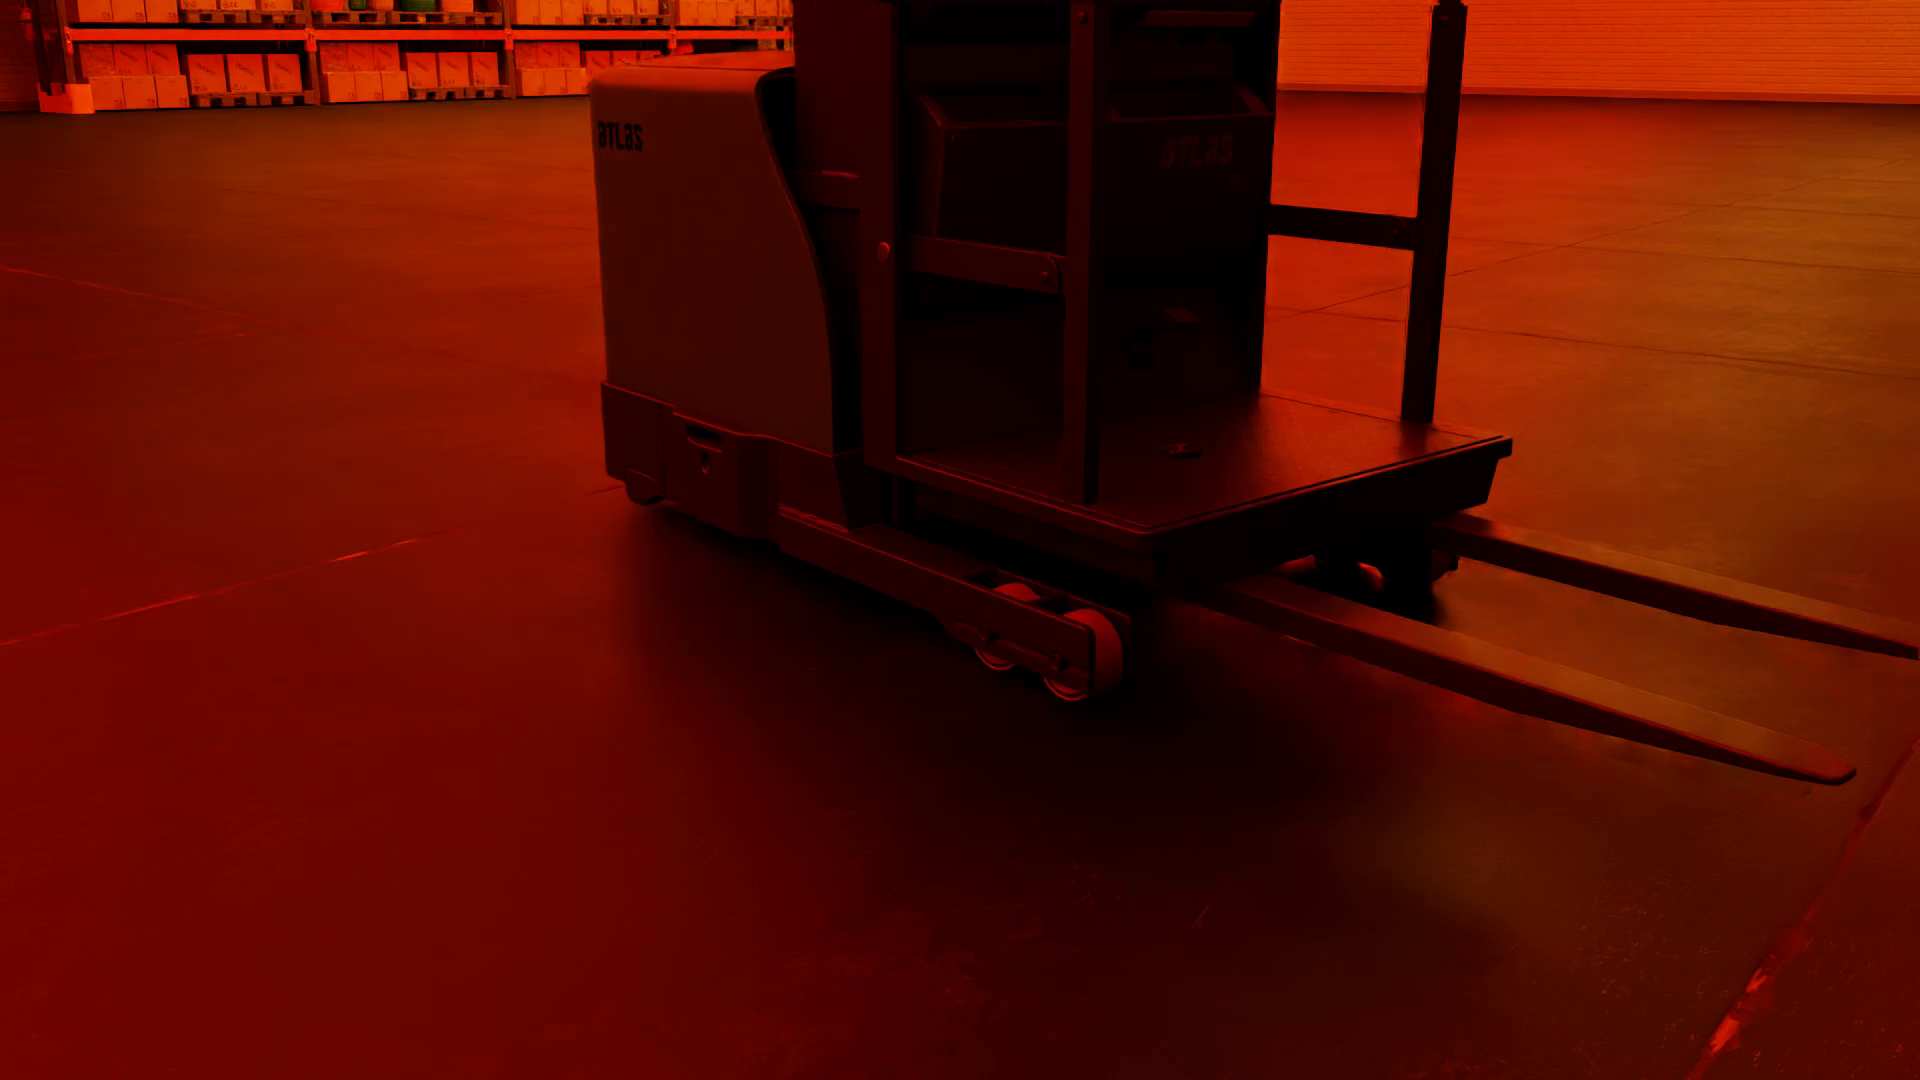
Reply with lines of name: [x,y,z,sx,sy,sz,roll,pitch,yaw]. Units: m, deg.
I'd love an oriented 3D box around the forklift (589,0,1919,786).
forklift: [0.419,-1.276,3.101,1.130,2.935,3.031,-14,22,-38]
